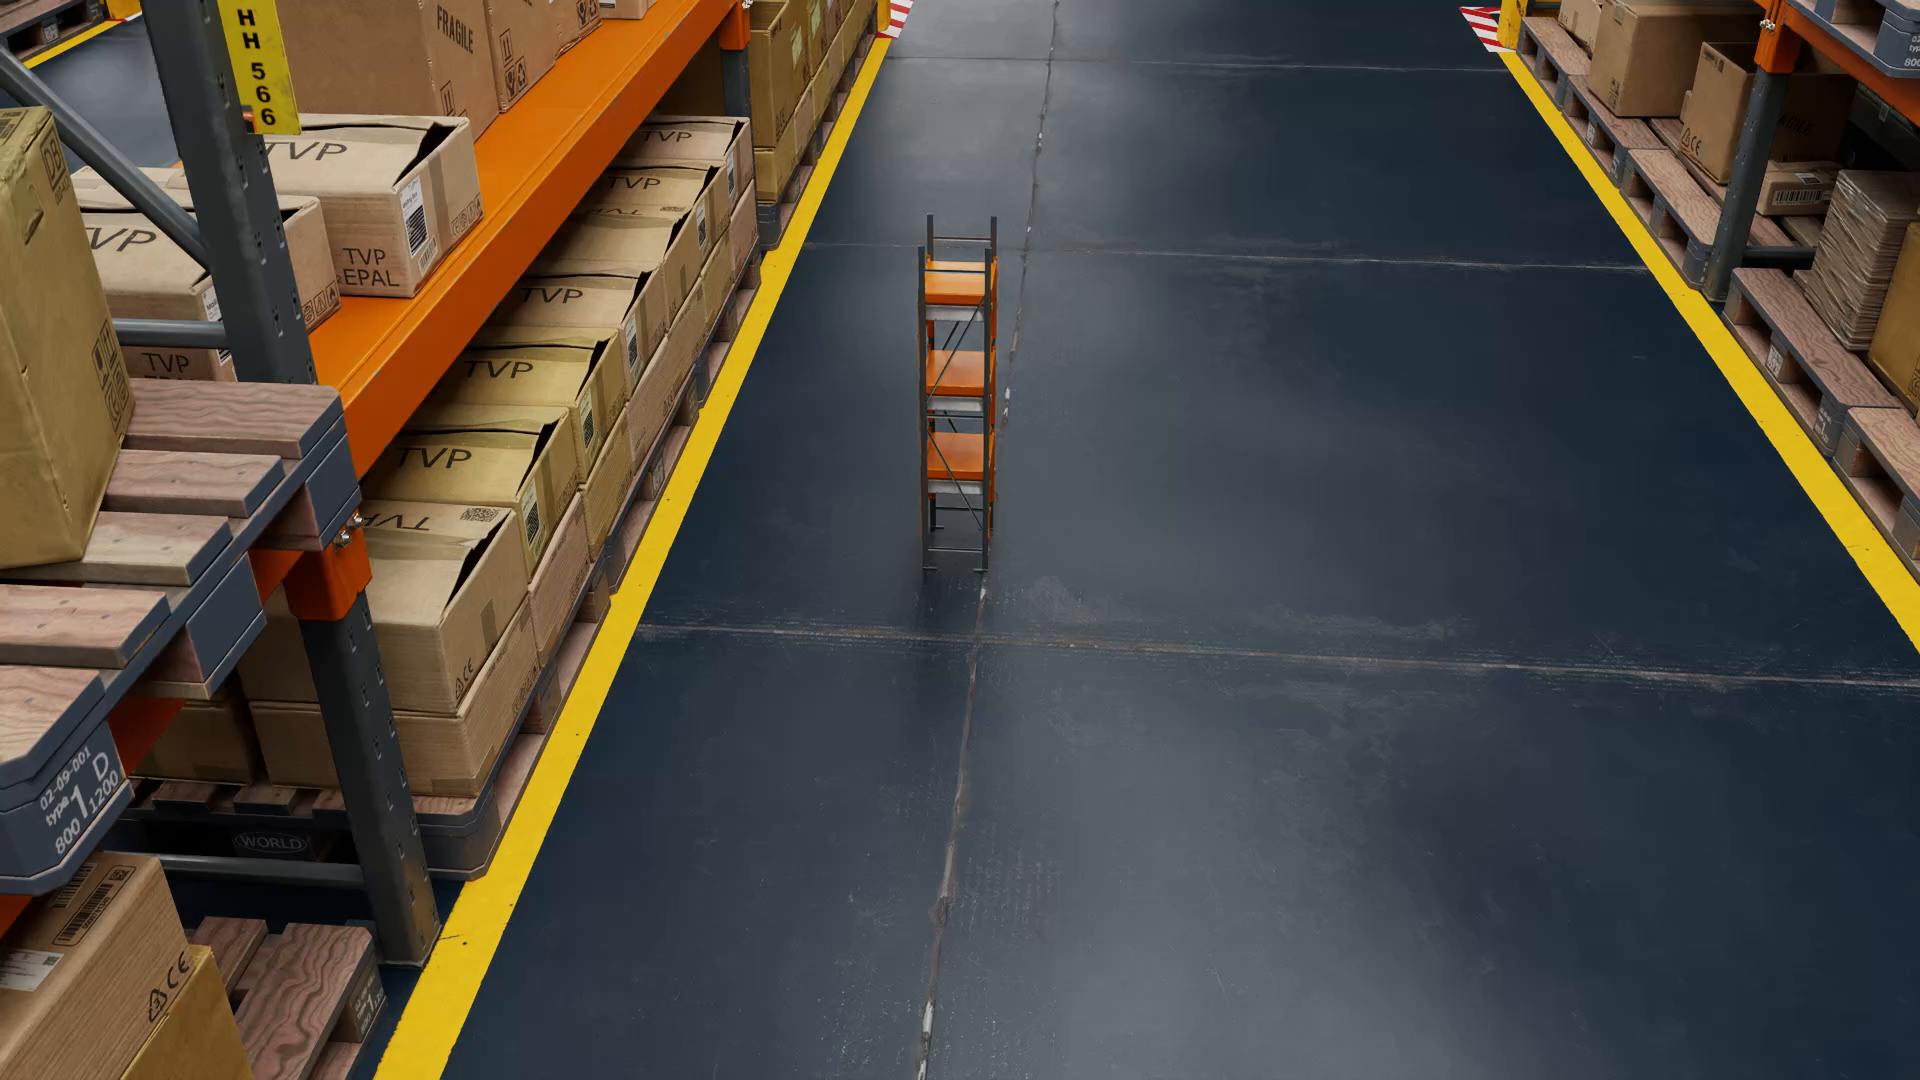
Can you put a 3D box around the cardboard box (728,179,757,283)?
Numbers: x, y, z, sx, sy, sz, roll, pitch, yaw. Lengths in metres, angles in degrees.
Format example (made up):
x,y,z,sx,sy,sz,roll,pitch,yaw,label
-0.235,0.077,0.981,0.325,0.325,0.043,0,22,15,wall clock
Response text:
x,y,z,sx,sy,sz,roll,pitch,yaw,label
-1.105,-1.244,6.631,0.500,0.250,0.500,2,32,4,cardboard box

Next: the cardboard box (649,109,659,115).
x,y,z,sx,sy,sz,roll,pitch,yaw,label
-1.541,-1.725,7.411,0.500,0.250,0.500,2,32,4,cardboard box

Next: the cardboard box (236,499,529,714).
x,y,z,sx,sy,sz,roll,pitch,yaw,label
-1.351,0.118,3.886,0.500,0.311,0.500,3,32,6,cardboard box

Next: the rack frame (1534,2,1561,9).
x,y,z,sx,sy,sz,roll,pitch,yaw,label
3.899,-4.348,9.446,0.949,2.616,0.053,2,32,4,rack frame

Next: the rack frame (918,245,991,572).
x,y,z,sx,sy,sz,roll,pitch,yaw,label
-0.014,-0.355,4.826,0.200,1.050,0.008,2,32,4,rack frame

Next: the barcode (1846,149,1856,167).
x,y,z,sx,sy,sz,roll,pitch,yaw,label
3.945,-1.691,7.366,0.001,0.075,0.075,2,32,4,barcode

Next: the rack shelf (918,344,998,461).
x,y,z,sx,sy,sz,roll,pitch,yaw,label
-0.004,-0.410,4.935,0.215,0.259,0.240,2,32,4,rack shelf

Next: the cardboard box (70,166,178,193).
x,y,z,sx,sy,sz,roll,pitch,yaw,label
-1.888,-0.749,3.846,0.380,0.149,0.250,2,32,4,cardboard box

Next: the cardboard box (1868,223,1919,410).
x,y,z,sx,sy,sz,roll,pitch,yaw,label
3.542,-0.721,5.524,0.700,0.500,0.500,2,32,3,cardboard box

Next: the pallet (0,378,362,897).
x,y,z,sx,sy,sz,roll,pitch,yaw,label
-1.671,0.065,2.468,1.213,0.211,1.003,2,32,4,pallet

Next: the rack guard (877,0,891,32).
x,y,z,sx,sy,sz,roll,pitch,yaw,label
-1.033,-3.505,10.462,1.175,0.500,0.348,2,32,4,rack guard

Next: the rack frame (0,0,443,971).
x,y,z,sx,sy,sz,roll,pitch,yaw,label
-1.686,-0.374,2.998,1.000,3.000,0.127,2,32,4,rack frame

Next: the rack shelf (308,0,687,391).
x,y,z,sx,sy,sz,roll,pitch,yaw,label
-1.523,-1.197,4.832,0.919,0.124,3.809,2,32,4,rack shelf

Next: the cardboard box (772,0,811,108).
x,y,z,sx,sy,sz,roll,pitch,yaw,label
-0.978,-2.284,7.603,0.500,0.500,0.500,2,32,4,cardboard box

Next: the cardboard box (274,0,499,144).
x,y,z,sx,sy,sz,roll,pitch,yaw,label
-1.566,-1.294,4.396,0.500,0.500,0.500,1,32,1,cardboard box

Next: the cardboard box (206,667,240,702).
x,y,z,sx,sy,sz,roll,pitch,yaw,label
-1.889,0.095,3.923,0.500,0.311,0.500,3,32,5,cardboard box

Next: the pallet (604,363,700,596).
x,y,z,sx,sy,sz,roll,pitch,yaw,label
-1.478,-0.252,5.457,1.003,0.211,1.213,2,32,4,pallet

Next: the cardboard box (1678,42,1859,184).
x,y,z,sx,sy,sz,roll,pitch,yaw,label
3.622,-1.923,7.475,0.500,0.500,0.500,0,32,0,cardboard box

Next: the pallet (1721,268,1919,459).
x,y,z,sx,sy,sz,roll,pitch,yaw,label
3.515,-0.662,6.122,1.003,0.211,1.213,2,32,4,pallet

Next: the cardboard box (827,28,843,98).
x,y,z,sx,sy,sz,roll,pitch,yaw,label
-0.894,-2.487,8.648,0.500,0.250,0.500,2,32,4,cardboard box

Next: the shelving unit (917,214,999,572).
x,y,z,sx,sy,sz,roll,pitch,yaw,label
-0.004,-0.419,4.929,0.215,1.050,0.252,2,32,4,shelving unit

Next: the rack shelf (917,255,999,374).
x,y,z,sx,sy,sz,roll,pitch,yaw,label
-0.004,-0.652,4.786,0.215,0.259,0.240,2,32,4,rack shelf

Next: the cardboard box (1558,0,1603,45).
x,y,z,sx,sy,sz,roll,pitch,yaw,label
3.757,-3.032,9.454,0.500,0.311,0.500,-1,32,-2,cardboard box

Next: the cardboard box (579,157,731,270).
x,y,z,sx,sy,sz,roll,pitch,yaw,label
-1.144,-1.216,6.050,0.500,0.311,0.500,3,32,5,cardboard box

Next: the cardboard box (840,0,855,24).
x,y,z,sx,sy,sz,roll,pitch,yaw,label
-0.849,-3.068,8.875,0.500,0.500,0.500,2,32,4,cardboard box

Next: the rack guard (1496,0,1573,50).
x,y,z,sx,sy,sz,roll,pitch,yaw,label
3.896,-3.244,10.037,1.175,0.500,0.348,2,32,4,rack guard

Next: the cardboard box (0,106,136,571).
x,y,z,sx,sy,sz,roll,pitch,yaw,label
-1.625,-0.261,2.319,0.700,0.500,0.500,-8,33,-13,cardboard box

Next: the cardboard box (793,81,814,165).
x,y,z,sx,sy,sz,roll,pitch,yaw,label
-0.975,-1.964,7.799,0.500,0.250,0.500,2,32,4,cardboard box

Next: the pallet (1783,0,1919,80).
x,y,z,sx,sy,sz,roll,pitch,yaw,label
3.370,-1.781,5.463,1.003,0.211,1.213,2,32,4,pallet

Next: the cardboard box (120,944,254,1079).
x,y,z,sx,sy,sz,roll,pitch,yaw,label
-1.528,1.002,2.728,0.500,0.500,0.500,4,32,6,cardboard box

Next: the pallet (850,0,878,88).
x,y,z,sx,sy,sz,roll,pitch,yaw,label
-1.055,-2.968,9.865,1.003,0.211,1.213,2,32,4,pallet

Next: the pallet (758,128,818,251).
x,y,z,sx,sy,sz,roll,pitch,yaw,label
-1.254,-1.692,7.795,1.003,0.211,1.213,2,32,4,pallet

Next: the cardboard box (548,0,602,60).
x,y,z,sx,sy,sz,roll,pitch,yaw,label
-1.482,-1.832,5.268,0.500,0.500,0.500,5,32,8,cardboard box

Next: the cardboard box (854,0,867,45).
x,y,z,sx,sy,sz,roll,pitch,yaw,label
-0.813,-3.010,9.496,0.500,0.250,0.500,2,32,4,cardboard box

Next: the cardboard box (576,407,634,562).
x,y,z,sx,sy,sz,roll,pitch,yaw,label
-1.275,-0.178,4.901,0.500,0.250,0.500,2,32,3,cardboard box

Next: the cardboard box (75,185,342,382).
x,y,z,sx,sy,sz,roll,pitch,yaw,label
-1.613,-0.524,3.326,0.500,0.311,0.500,4,32,7,cardboard box

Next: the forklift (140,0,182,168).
x,y,z,sx,sy,sz,roll,pitch,yaw,label
-2.876,-2.737,6.898,1.130,2.935,3.031,3,32,5,forklift
